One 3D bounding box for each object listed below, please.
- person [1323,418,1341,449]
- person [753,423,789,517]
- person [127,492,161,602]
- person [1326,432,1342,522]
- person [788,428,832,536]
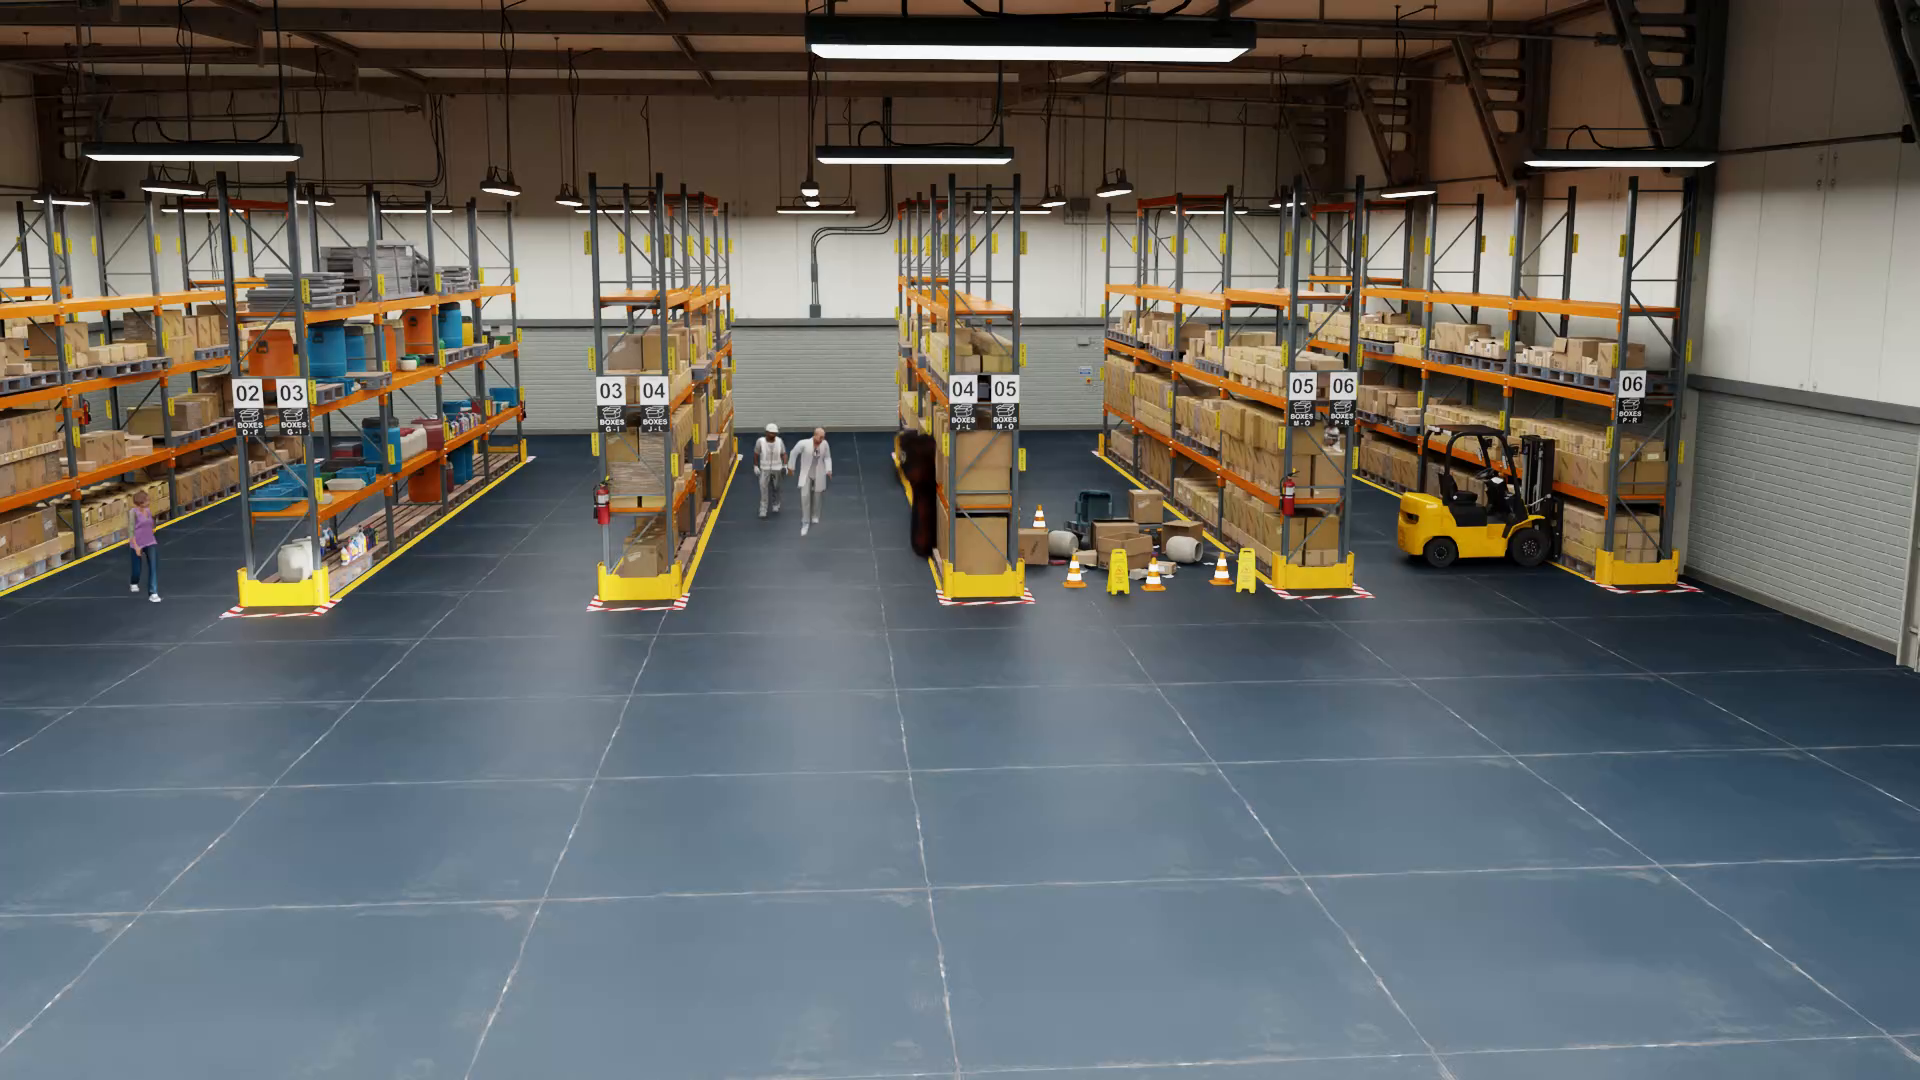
[{"bbox_3d":[7.555,-1.719,33.830,0.351,1.600,0.469,-1,10,-3],"label":"person"},{"bbox_3d":[-3.521,-1.321,31.021,0.678,1.712,1.049,0,10,-1],"label":"person"},{"bbox_3d":[-11.690,0.076,23.751,0.387,1.551,0.813,-7,12,-36],"label":"person"},{"bbox_3d":[6.837,-1.150,30.457,0.433,1.670,0.491,3,10,16],"label":"person"},{"bbox_3d":[-2.542,-1.023,28.223,0.773,1.800,0.908,0,10,1],"label":"person"}]
